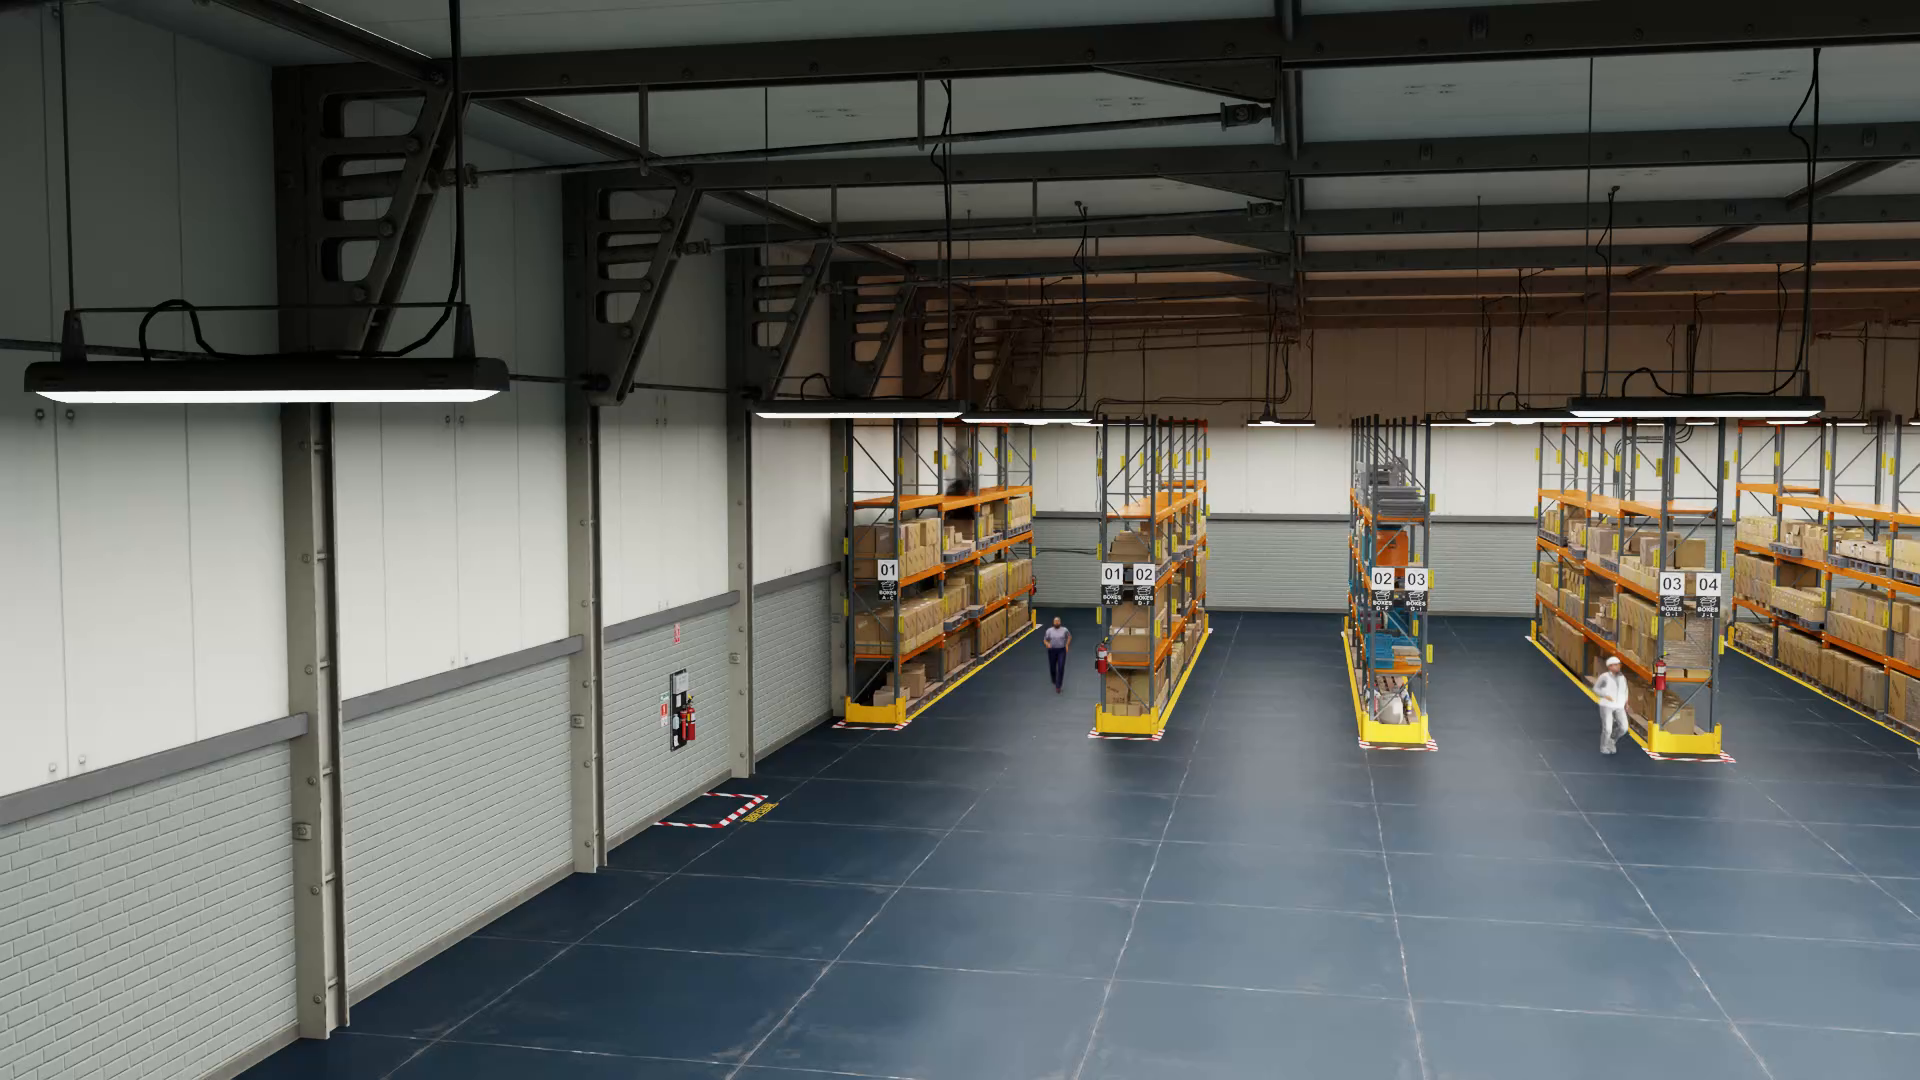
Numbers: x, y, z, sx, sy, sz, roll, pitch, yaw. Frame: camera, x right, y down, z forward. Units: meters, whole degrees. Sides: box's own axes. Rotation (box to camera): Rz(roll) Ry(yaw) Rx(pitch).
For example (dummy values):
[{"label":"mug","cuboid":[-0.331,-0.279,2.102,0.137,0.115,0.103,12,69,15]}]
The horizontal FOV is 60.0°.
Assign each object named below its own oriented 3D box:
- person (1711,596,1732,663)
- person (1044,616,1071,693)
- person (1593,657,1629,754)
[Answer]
[{"label":"person","cuboid":[18.700,2.209,40.973,0.573,1.595,0.581,1,4,12]},{"label":"person","cuboid":[2.134,2.493,36.463,0.607,1.647,0.841,0,4,4]},{"label":"person","cuboid":[11.496,2.921,29.239,0.702,1.720,0.543,0,4,-5]}]
